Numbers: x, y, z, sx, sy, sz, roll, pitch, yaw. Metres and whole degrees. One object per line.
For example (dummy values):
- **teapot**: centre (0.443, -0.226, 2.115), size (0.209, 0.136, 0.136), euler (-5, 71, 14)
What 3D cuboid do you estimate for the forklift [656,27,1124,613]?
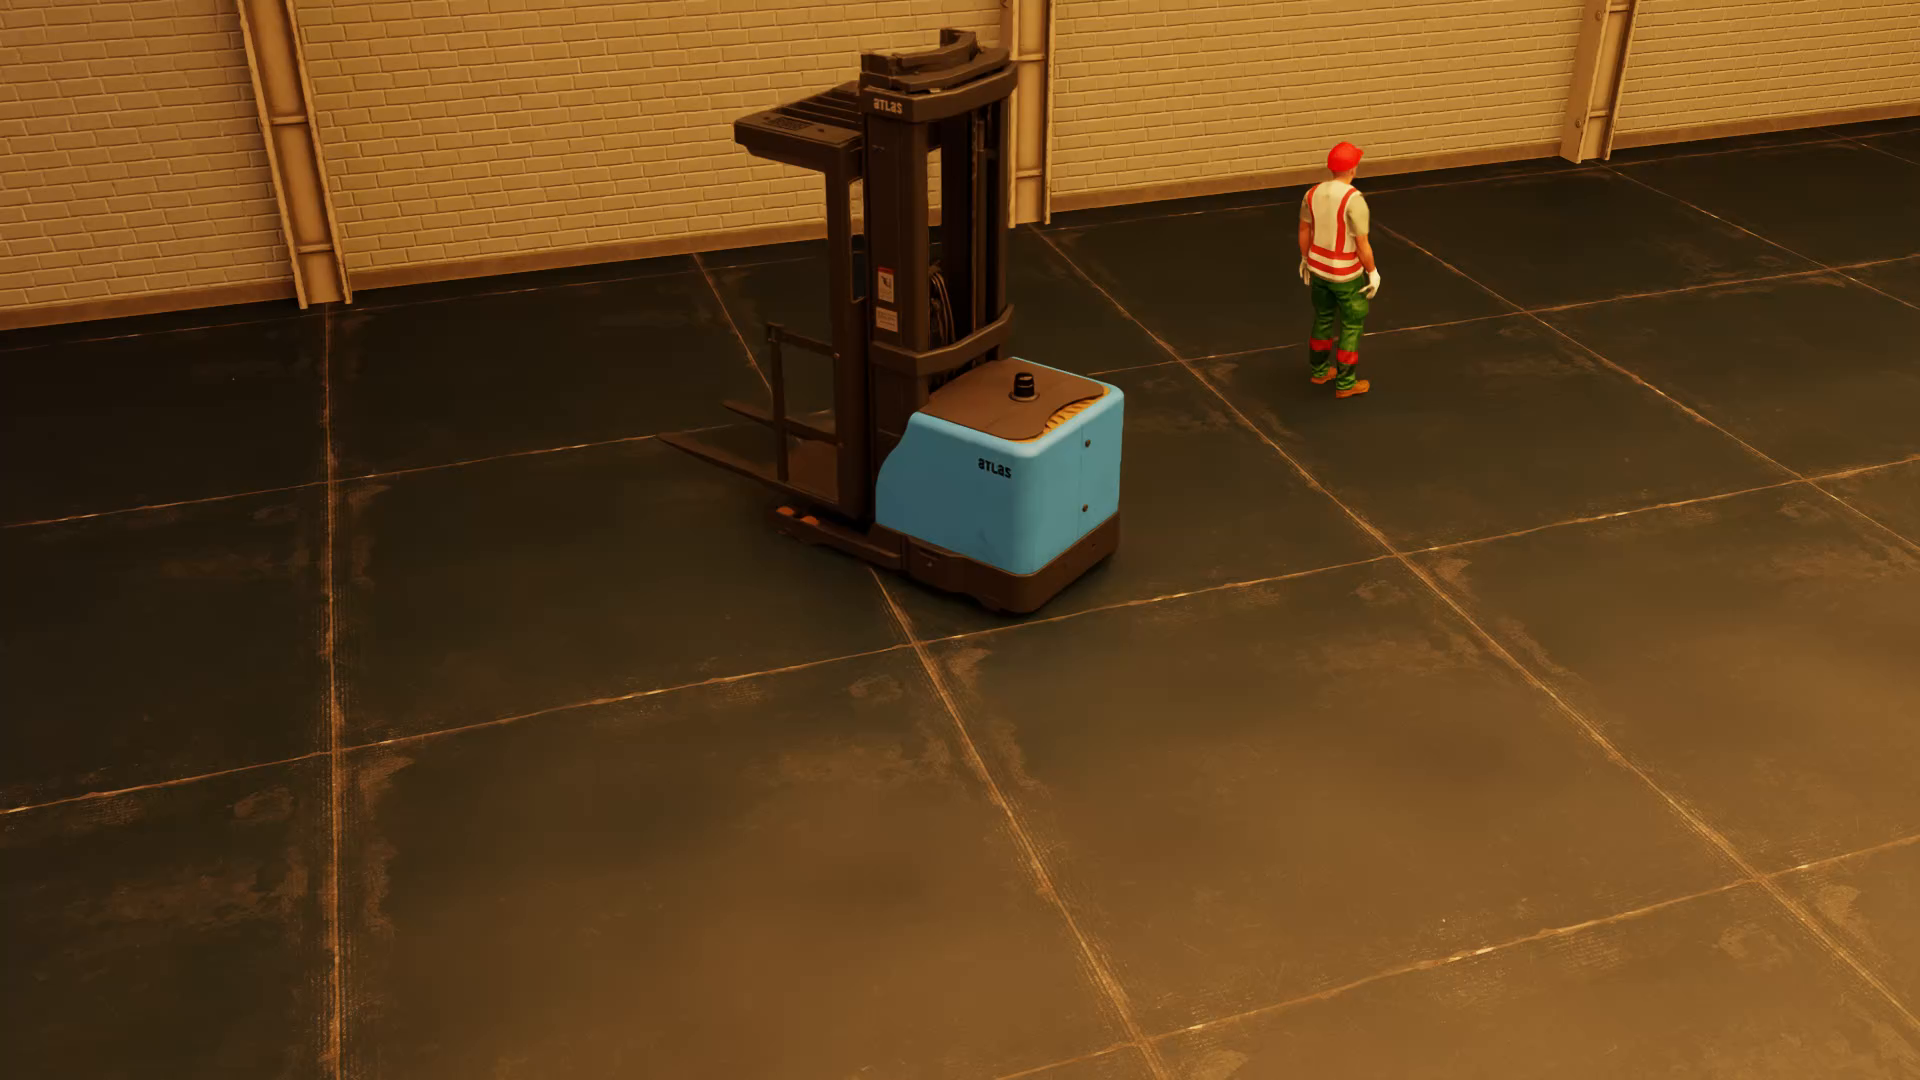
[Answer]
- **forklift**: centre (-0.549, -1.439, 9.588), size (3.031, 2.935, 1.130), euler (20, 35, 31)

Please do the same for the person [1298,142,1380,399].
- **person**: centre (2.644, -1.866, 11.491), size (0.482, 1.803, 0.633), euler (-21, 36, -32)
